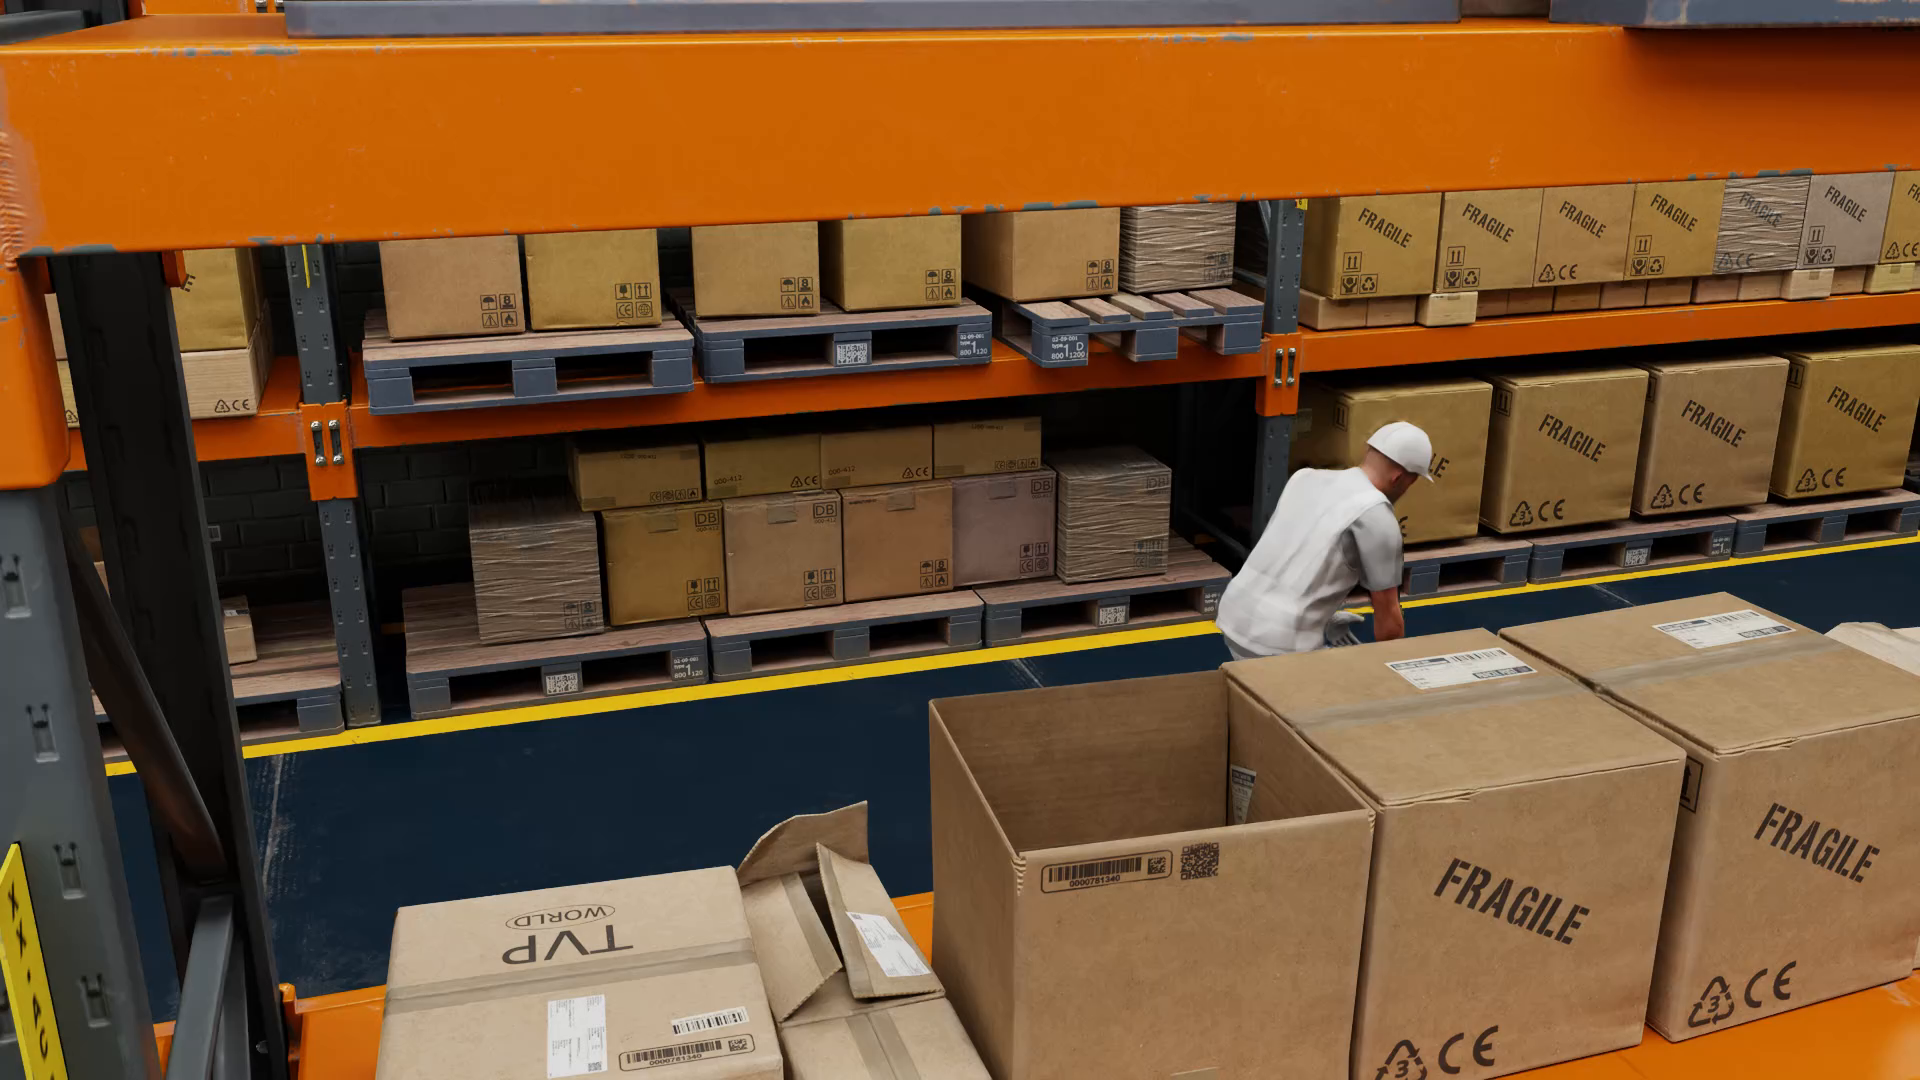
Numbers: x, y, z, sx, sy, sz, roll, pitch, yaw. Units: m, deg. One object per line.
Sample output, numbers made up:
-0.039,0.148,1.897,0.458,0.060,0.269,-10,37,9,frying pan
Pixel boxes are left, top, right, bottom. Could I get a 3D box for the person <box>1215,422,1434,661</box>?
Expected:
1.226,0.320,5.636,0.748,1.442,0.583,-6,20,-17,person
